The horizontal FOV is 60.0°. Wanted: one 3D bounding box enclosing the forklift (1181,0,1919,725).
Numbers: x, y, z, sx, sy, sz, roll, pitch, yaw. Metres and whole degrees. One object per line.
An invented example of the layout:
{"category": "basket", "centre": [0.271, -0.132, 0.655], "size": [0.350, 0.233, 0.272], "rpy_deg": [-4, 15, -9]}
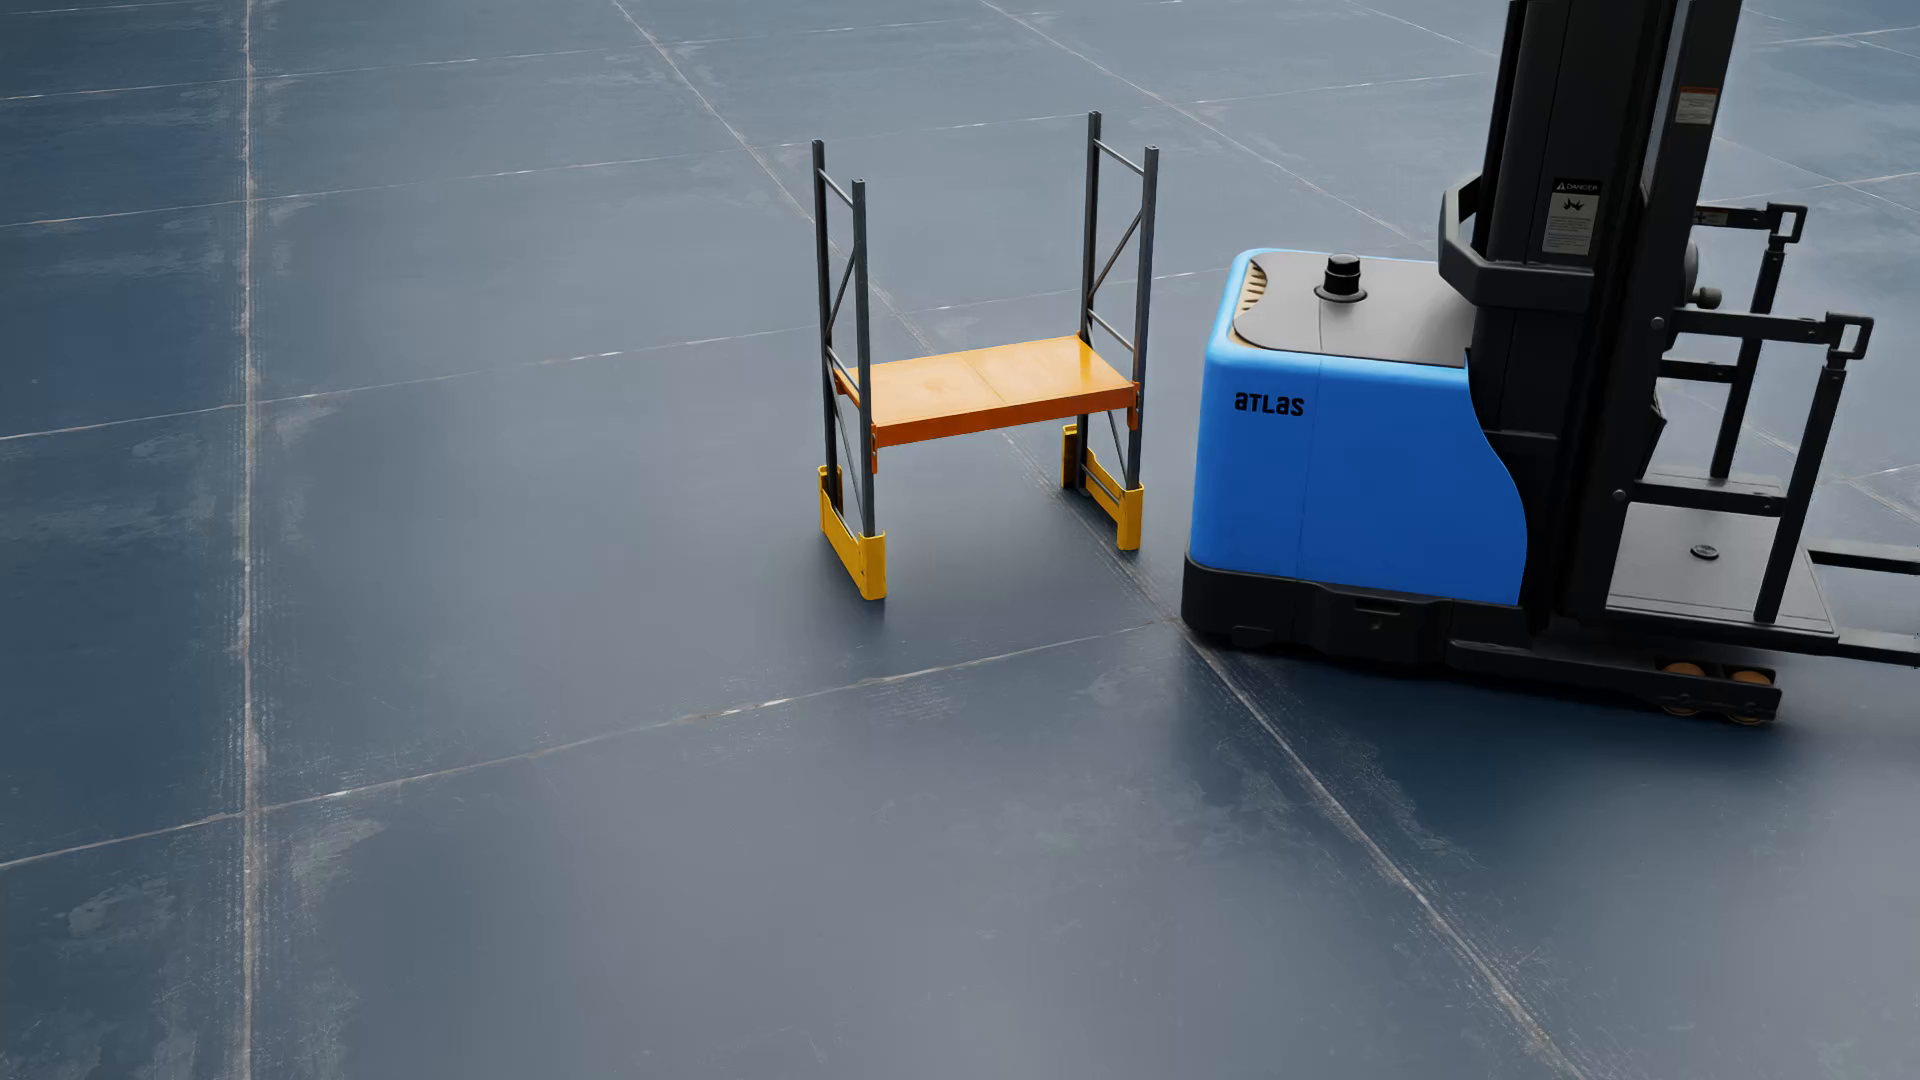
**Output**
{"category": "forklift", "centre": [2.325, -0.984, 5.017], "size": [3.031, 2.935, 1.130], "rpy_deg": [7, 30, 12]}

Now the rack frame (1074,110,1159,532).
{"category": "rack frame", "centre": [0.556, -0.754, 6.059], "size": [0.032, 1.500, 0.500], "rpy_deg": [-10, 31, -18]}

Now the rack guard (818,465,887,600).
{"category": "rack guard", "centre": [-0.395, -0.036, 6.060], "size": [0.087, 0.250, 0.587], "rpy_deg": [-10, 31, -18]}

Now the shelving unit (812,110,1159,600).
{"category": "shelving unit", "centre": [0.071, -0.665, 5.902], "size": [1.083, 1.500, 0.587], "rpy_deg": [-10, 31, -18]}

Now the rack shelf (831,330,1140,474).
{"category": "rack shelf", "centre": [0.080, -0.510, 5.994], "size": [1.000, 0.185, 0.538], "rpy_deg": [-10, 31, -18]}

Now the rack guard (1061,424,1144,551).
{"category": "rack guard", "centre": [0.538, -0.208, 6.362], "size": [0.087, 0.250, 0.587], "rpy_deg": [-10, 31, -18]}

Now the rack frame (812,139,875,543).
{"category": "rack frame", "centre": [-0.396, -0.579, 5.751], "size": [0.032, 1.500, 0.500], "rpy_deg": [-10, 31, -18]}
